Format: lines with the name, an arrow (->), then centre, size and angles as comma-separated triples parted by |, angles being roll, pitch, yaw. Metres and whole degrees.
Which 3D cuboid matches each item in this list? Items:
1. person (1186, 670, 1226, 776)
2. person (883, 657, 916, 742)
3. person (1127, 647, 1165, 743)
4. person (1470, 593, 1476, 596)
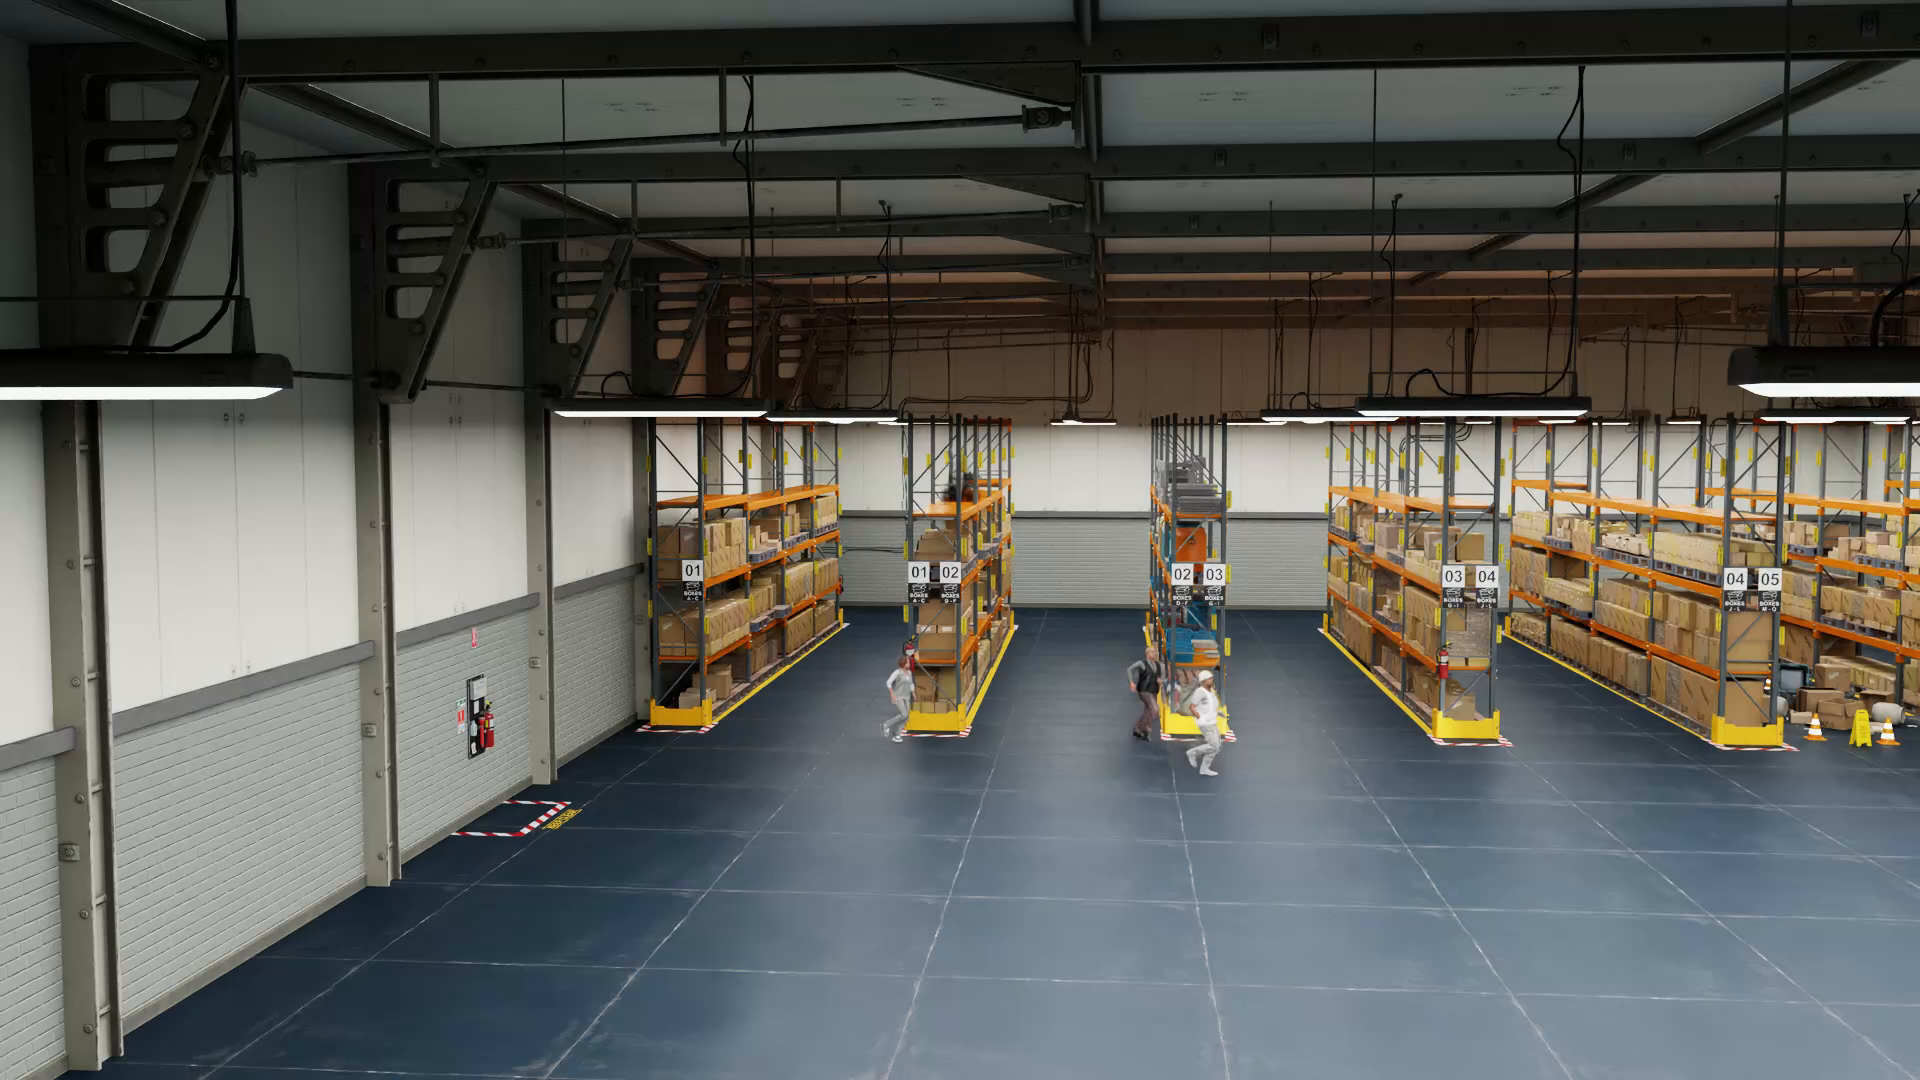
person -> 4.056, 3.014, 27.391 | 0.599, 1.733, 0.686 | 2, 4, 27
person -> -1.061, 2.906, 30.441 | 0.510, 1.533, 0.584 | 3, 5, 39
person -> 3.472, 2.820, 30.498 | 0.668, 1.701, 0.696 | -3, 5, -40
person -> 14.611, 1.750, 47.134 | 0.851, 1.608, 0.675 | -2, 5, -32
